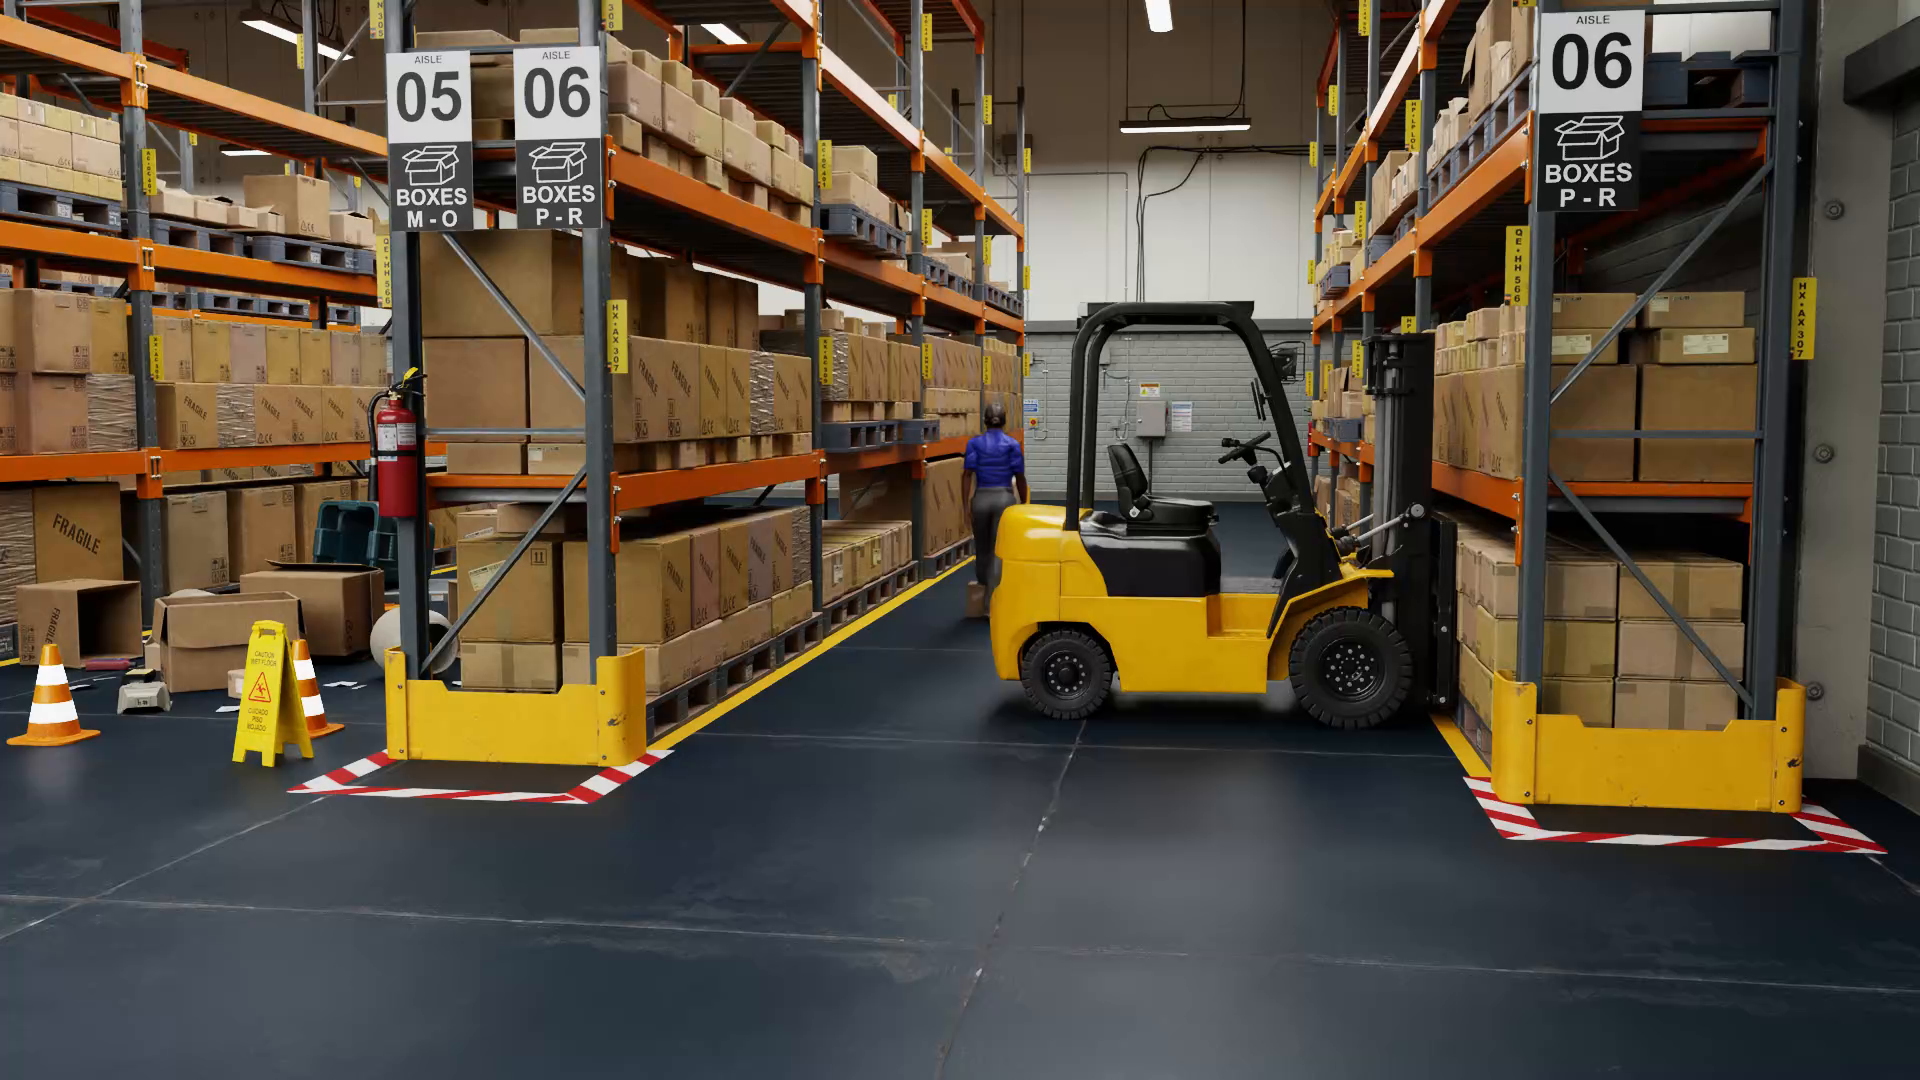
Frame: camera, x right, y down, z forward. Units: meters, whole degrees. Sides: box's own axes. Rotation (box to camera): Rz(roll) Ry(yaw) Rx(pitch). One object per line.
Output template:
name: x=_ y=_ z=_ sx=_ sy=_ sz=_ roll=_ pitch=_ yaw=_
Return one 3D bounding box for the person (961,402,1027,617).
person: x=0.270 y=-0.204 z=12.711 sx=0.470 sy=1.690 sz=0.783 roll=1 pitch=5 yaw=13
